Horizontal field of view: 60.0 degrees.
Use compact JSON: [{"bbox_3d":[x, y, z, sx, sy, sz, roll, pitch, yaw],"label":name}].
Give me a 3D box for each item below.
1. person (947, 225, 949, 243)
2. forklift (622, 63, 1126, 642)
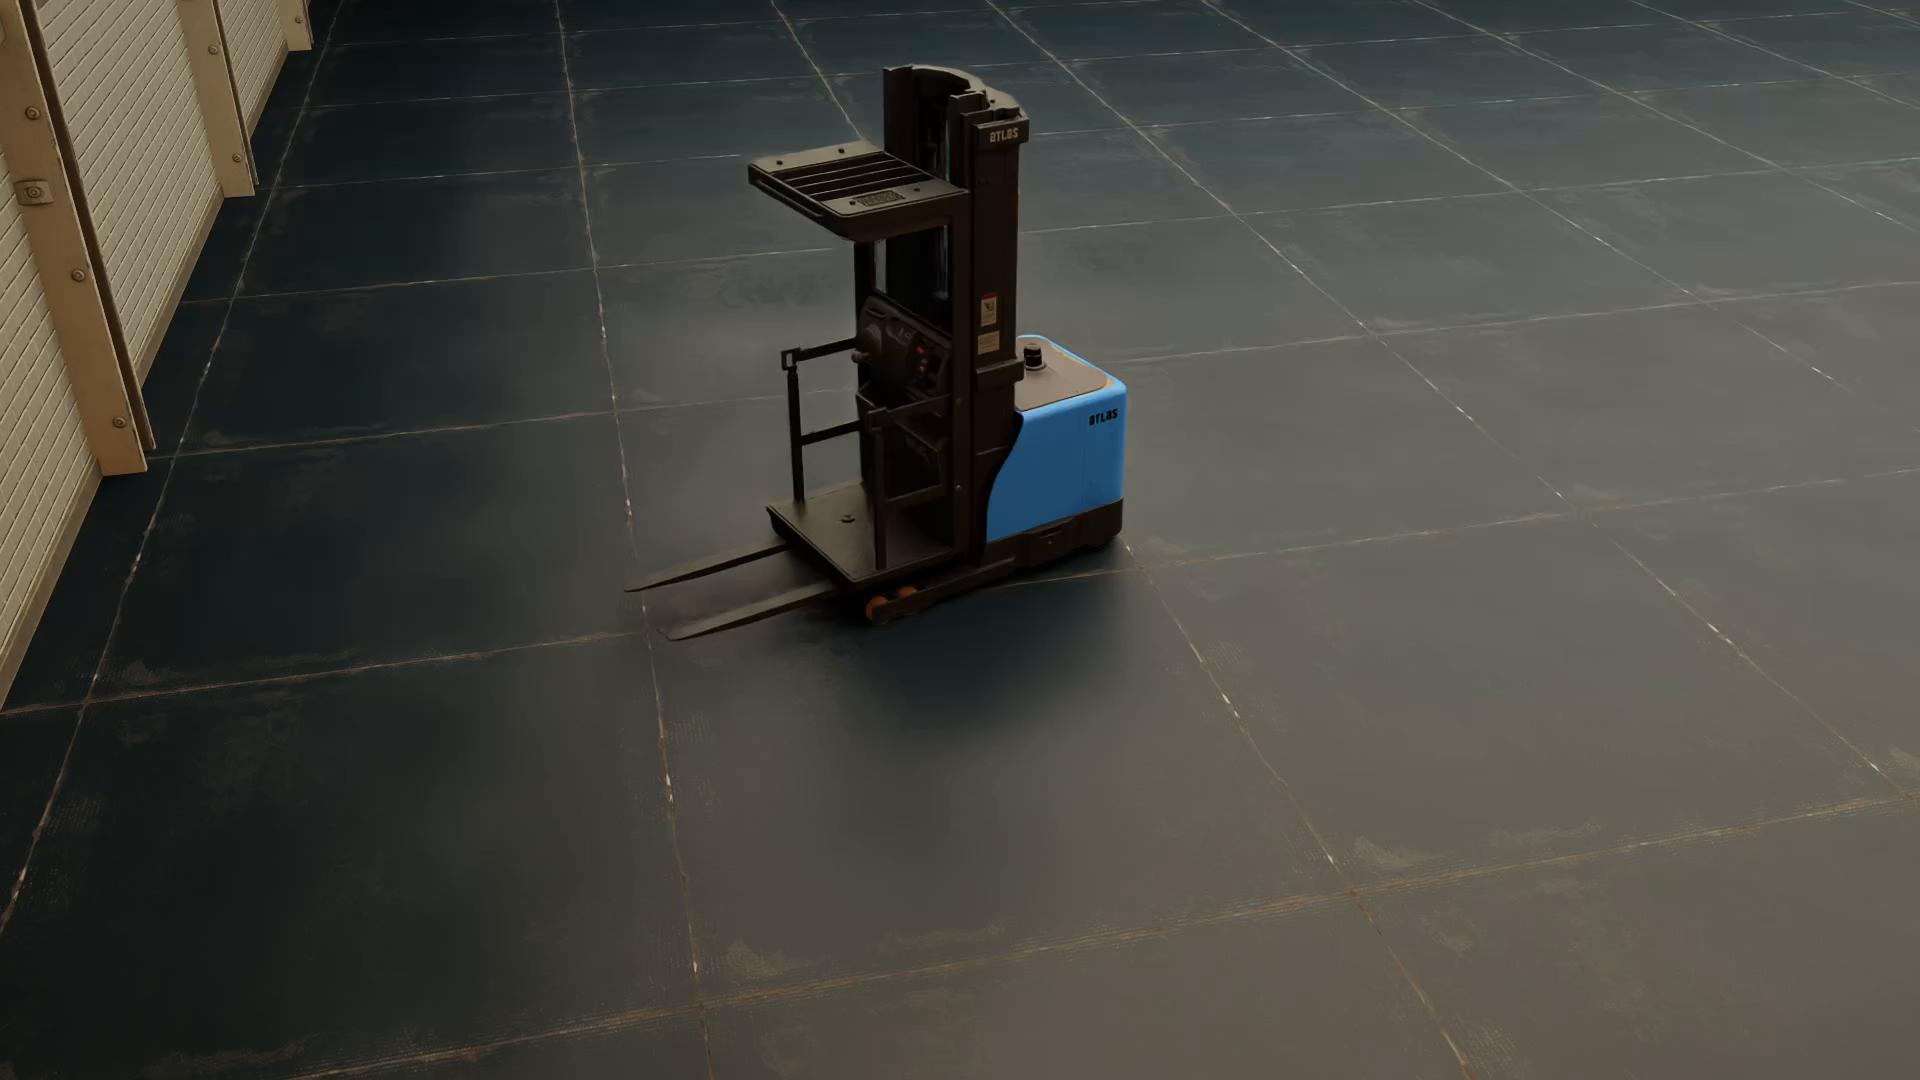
[{"bbox_3d":[0.165,-2.446,13.047,0.598,1.670,0.529,-10,31,-16],"label":"person"},{"bbox_3d":[-0.498,-1.075,9.432,3.031,2.935,1.130,-18,35,-28],"label":"forklift"}]
